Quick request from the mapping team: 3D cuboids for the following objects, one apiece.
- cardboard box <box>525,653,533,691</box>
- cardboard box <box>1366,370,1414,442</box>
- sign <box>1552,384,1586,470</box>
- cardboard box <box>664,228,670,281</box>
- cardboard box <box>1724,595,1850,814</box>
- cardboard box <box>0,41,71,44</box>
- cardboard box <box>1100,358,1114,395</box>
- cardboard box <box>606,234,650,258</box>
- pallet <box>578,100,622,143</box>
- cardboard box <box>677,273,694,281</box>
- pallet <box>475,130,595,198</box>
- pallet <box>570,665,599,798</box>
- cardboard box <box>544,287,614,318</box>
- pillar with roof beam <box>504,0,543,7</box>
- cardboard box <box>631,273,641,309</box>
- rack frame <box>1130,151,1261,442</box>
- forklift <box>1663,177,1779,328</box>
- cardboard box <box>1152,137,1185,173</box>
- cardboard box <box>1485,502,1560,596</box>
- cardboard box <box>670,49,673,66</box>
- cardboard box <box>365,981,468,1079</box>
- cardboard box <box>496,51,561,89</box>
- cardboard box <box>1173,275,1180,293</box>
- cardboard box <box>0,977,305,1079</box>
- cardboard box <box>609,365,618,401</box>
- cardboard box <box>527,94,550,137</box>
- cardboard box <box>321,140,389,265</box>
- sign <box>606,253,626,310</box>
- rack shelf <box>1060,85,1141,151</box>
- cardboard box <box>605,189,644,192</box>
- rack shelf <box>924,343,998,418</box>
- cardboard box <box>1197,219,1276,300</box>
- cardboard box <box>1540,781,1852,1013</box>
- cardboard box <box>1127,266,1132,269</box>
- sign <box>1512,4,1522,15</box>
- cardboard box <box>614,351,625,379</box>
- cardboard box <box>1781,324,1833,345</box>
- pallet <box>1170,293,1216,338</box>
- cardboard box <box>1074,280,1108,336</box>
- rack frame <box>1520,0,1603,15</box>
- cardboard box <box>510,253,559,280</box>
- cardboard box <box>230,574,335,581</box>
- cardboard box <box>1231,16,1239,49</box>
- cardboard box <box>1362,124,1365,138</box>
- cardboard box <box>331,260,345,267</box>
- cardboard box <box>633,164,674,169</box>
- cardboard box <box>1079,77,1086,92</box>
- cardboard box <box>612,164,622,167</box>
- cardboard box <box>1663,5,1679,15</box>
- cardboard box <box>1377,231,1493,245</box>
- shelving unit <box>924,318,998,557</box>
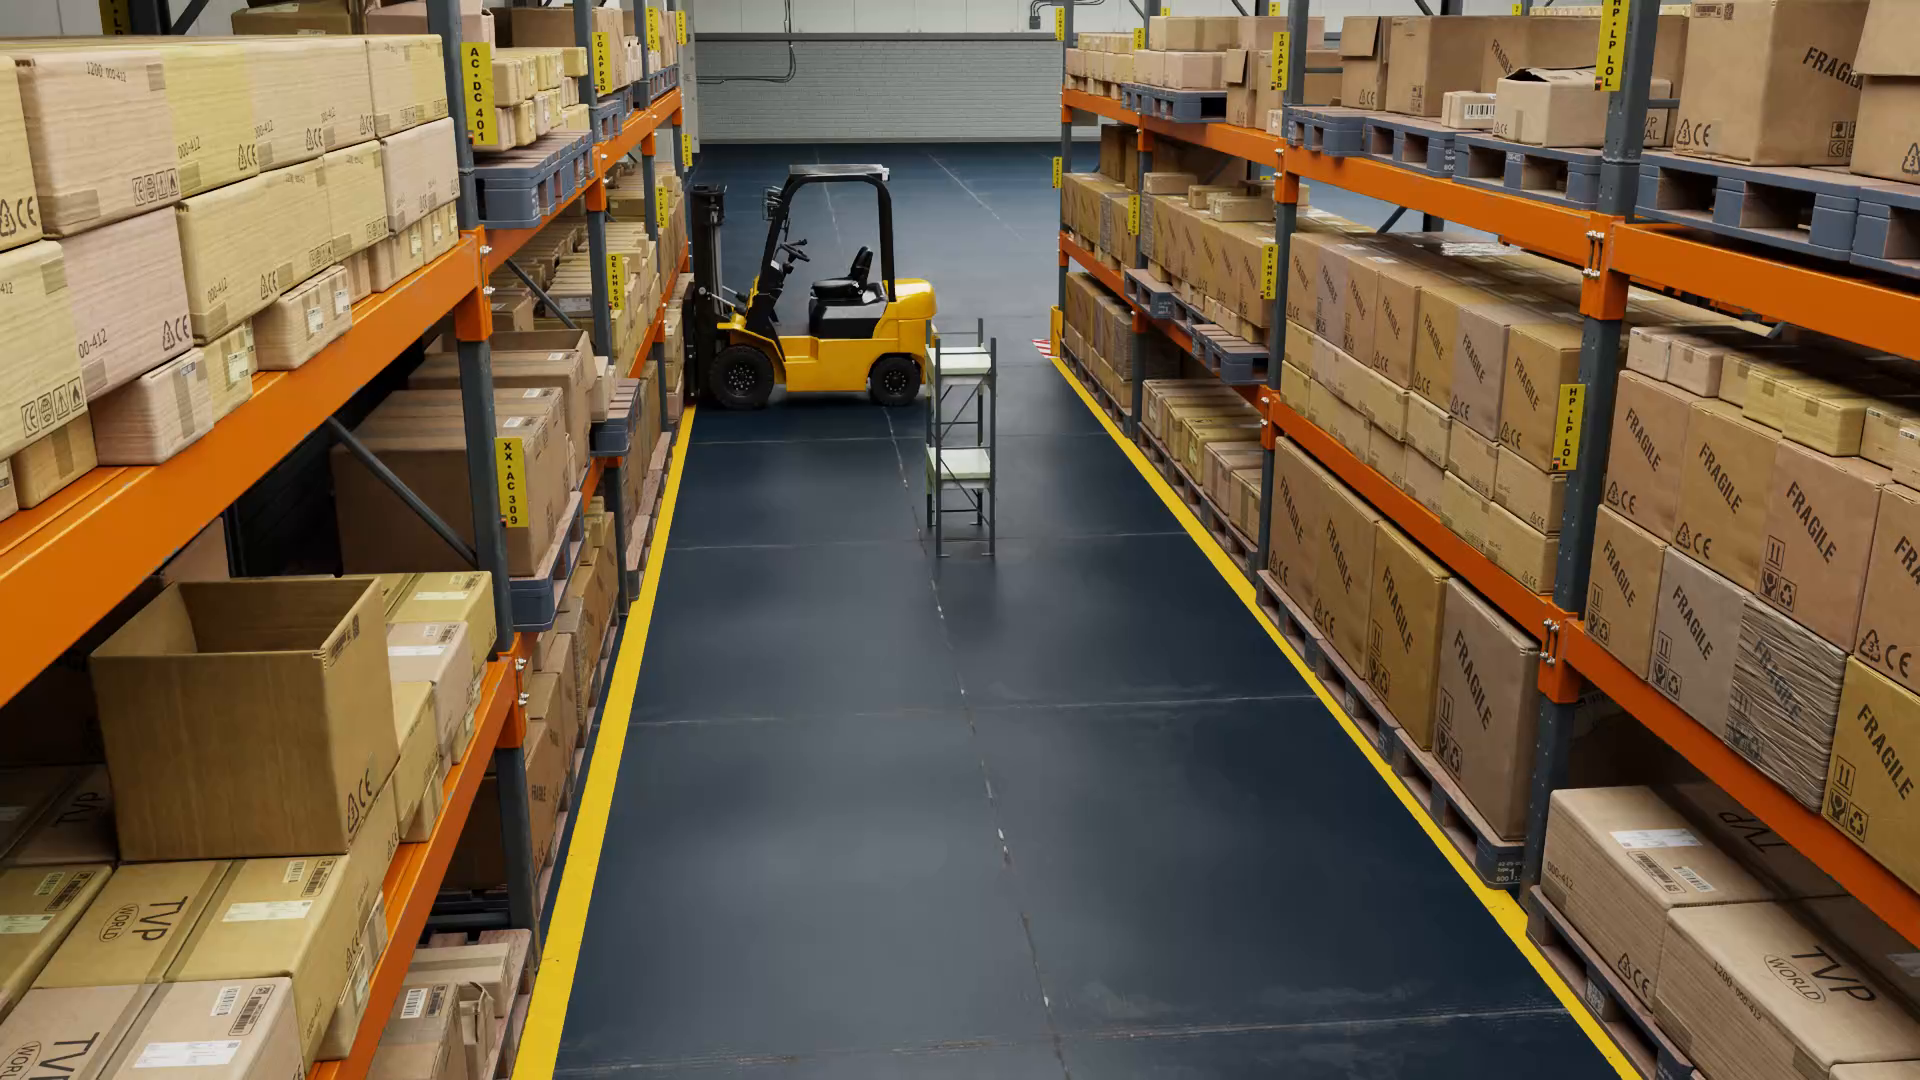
[{"bbox_3d":[-2.081,0.560,7.275,0.380,0.149,0.250,-2,18,-7],"label":"cardboard box"},{"bbox_3d":[2.338,-0.670,8.220,0.500,0.250,0.500,-1,17,-5],"label":"cardboard box"},{"bbox_3d":[2.274,-0.420,6.205,0.100,0.325,0.005,-2,18,-6],"label":"sign"},{"bbox_3d":[-2.805,-2.496,14.454,0.500,0.500,0.500,-1,17,-5],"label":"cardboard box"},{"bbox_3d":[2.694,0.474,4.992,0.500,0.500,0.500,-2,18,-5],"label":"cardboard box"},{"bbox_3d":[-2.176,-0.900,3.448,0.500,0.250,0.500,-2,18,-6],"label":"cardboard box"},{"bbox_3d":[1.595,-1.523,15.409,0.500,0.250,0.500,-2,18,-7],"label":"cardboard box"},{"bbox_3d":[-2.516,-2.191,12.398,0.380,0.149,0.250,-2,18,-7],"label":"cardboard box"},{"bbox_3d":[-2.695,-2.502,9.947,1.213,0.211,1.003,-1,17,-3],"label":"pallet"},{"bbox_3d":[-3.004,-2.583,17.118,0.500,0.250,0.500,-1,17,-4],"label":"cardboard box"},{"bbox_3d":[-2.231,-1.617,7.126,1.213,0.211,1.003,-2,18,-6],"label":"pallet"},{"bbox_3d":[-2.374,0.955,8.283,1.003,0.211,1.213,-2,18,-6],"label":"pallet"},{"bbox_3d":[-2.276,-1.423,9.952,0.380,0.149,0.250,-1,17,-4],"label":"cardboard box"},{"bbox_3d":[0.096,-6.105,16.101,9.100,9.000,0.400,-2,18,-6],"label":"pillar with roof beam"},{"bbox_3d":[-2.503,-1.726,11.582,0.500,0.250,0.500,-2,17,-5],"label":"cardboard box"},{"bbox_3d":[1.988,-2.308,14.021,1.000,3.000,0.127,-2,18,-6],"label":"rack frame"},{"bbox_3d":[5.256,-1.362,11.122,1.130,2.935,3.031,7,19,22],"label":"forklift"},{"bbox_3d":[2.102,-3.416,15.217,0.700,0.500,0.500,-2,18,-7],"label":"cardboard box"},{"bbox_3d":[2.516,0.021,6.852,0.500,0.250,0.500,-2,18,-7],"label":"cardboard box"},{"bbox_3d":[-2.974,-4.667,16.079,0.380,0.149,0.250,-2,18,-7],"label":"cardboard box"},{"bbox_3d":[-1.837,1.664,4.843,0.700,0.500,0.500,-2,18,-8],"label":"cardboard box"},{"bbox_3d":[-1.936,-2.031,7.185,0.380,0.149,0.250,-2,18,-5],"label":"cardboard box"},{"bbox_3d":[1.838,-1.979,12.693,0.380,0.149,0.250,-2,17,-5],"label":"cardboard box"},{"bbox_3d":[-1.542,1.058,3.055,0.500,0.250,0.500,-2,17,-5],"label":"cardboard box"},{"bbox_3d":[-2.087,-0.859,9.122,0.380,0.149,0.250,-1,17,-5],"label":"cardboard box"},{"bbox_3d":[-1.816,-1.659,6.499,0.380,0.149,0.250,-2,17,-5],"label":"cardboard box"},{"bbox_3d":[-1.719,-0.828,4.053,0.500,0.250,0.500,-1,17,-4],"label":"cardboard box"},{"bbox_3d":[-1.998,-1.496,9.634,0.100,0.325,0.005,-2,18,-6],"label":"sign"},{"bbox_3d":[1.782,-3.992,15.578,1.077,0.370,4.000,-2,18,-6],"label":"rack shelf"},{"bbox_3d":[-2.839,-2.908,14.184,0.380,0.149,0.250,-2,18,-7],"label":"cardboard box"},{"bbox_3d":[-0.001,-1.090,11.342,0.431,0.370,0.720,-2,18,-6],"label":"rack shelf"},{"bbox_3d":[1.960,-1.937,11.475,0.500,0.500,0.500,-3,18,-9],"label":"cardboard box"},{"bbox_3d":[2.771,1.288,6.144,0.875,0.438,0.875,-2,18,-6],"label":"cardboard box"},{"bbox_3d":[1.652,-2.275,14.334,0.380,0.149,0.250,-2,18,-6],"label":"cardboard box"},{"bbox_3d":[5.936,-5.553,17.759,0.100,0.325,0.005,-2,18,-6],"label":"sign"},{"bbox_3d":[-2.339,-1.030,10.201,0.500,0.250,0.500,-2,18,-5],"label":"cardboard box"},{"bbox_3d":[3.161,-0.677,5.906,0.380,0.149,0.250,-2,18,-7],"label":"cardboard box"},{"bbox_3d":[2.156,-1.613,12.128,1.003,0.211,1.213,-2,18,-6],"label":"pallet"},{"bbox_3d":[1.445,-2.335,16.743,0.500,0.500,0.500,-2,18,-8],"label":"cardboard box"},{"bbox_3d":[6.489,-6.545,17.502,1.000,3.000,0.127,-2,18,-6],"label":"rack frame"},{"bbox_3d":[-2.949,-1.867,11.365,0.380,0.149,0.250,-1,17,-4],"label":"cardboard box"},{"bbox_3d":[-2.341,0.315,5.418,0.500,0.250,0.500,-2,18,-6],"label":"cardboard box"},{"bbox_3d":[2.174,-3.938,12.919,0.500,0.250,0.500,-1,17,-4],"label":"cardboard box"},{"bbox_3d":[2.537,-2.527,10.129,0.380,0.149,0.250,-2,18,-6],"label":"cardboard box"},{"bbox_3d":[-1.700,-0.601,3.996,0.380,0.149,0.250,-2,18,-5],"label":"cardboard box"},{"bbox_3d":[-3.059,-3.672,16.618,0.380,0.149,0.250,-2,18,-6],"label":"cardboard box"},{"bbox_3d":[1.396,-4.547,16.564,0.380,0.149,0.250,-1,17,-4],"label":"cardboard box"},{"bbox_3d":[-3.574,-3.657,16.570,0.380,0.149,0.250,-1,17,-4],"label":"cardboard box"},{"bbox_3d":[6.495,-4.680,14.789,0.380,0.149,0.250,-2,18,-6],"label":"cardboard box"},{"bbox_3d":[2.714,-1.495,9.595,0.500,0.500,0.500,-2,18,-7],"label":"cardboard box"},{"bbox_3d":[-0.001,-0.718,11.459,0.431,1.500,0.755,-2,18,-6],"label":"shelving unit"}]
